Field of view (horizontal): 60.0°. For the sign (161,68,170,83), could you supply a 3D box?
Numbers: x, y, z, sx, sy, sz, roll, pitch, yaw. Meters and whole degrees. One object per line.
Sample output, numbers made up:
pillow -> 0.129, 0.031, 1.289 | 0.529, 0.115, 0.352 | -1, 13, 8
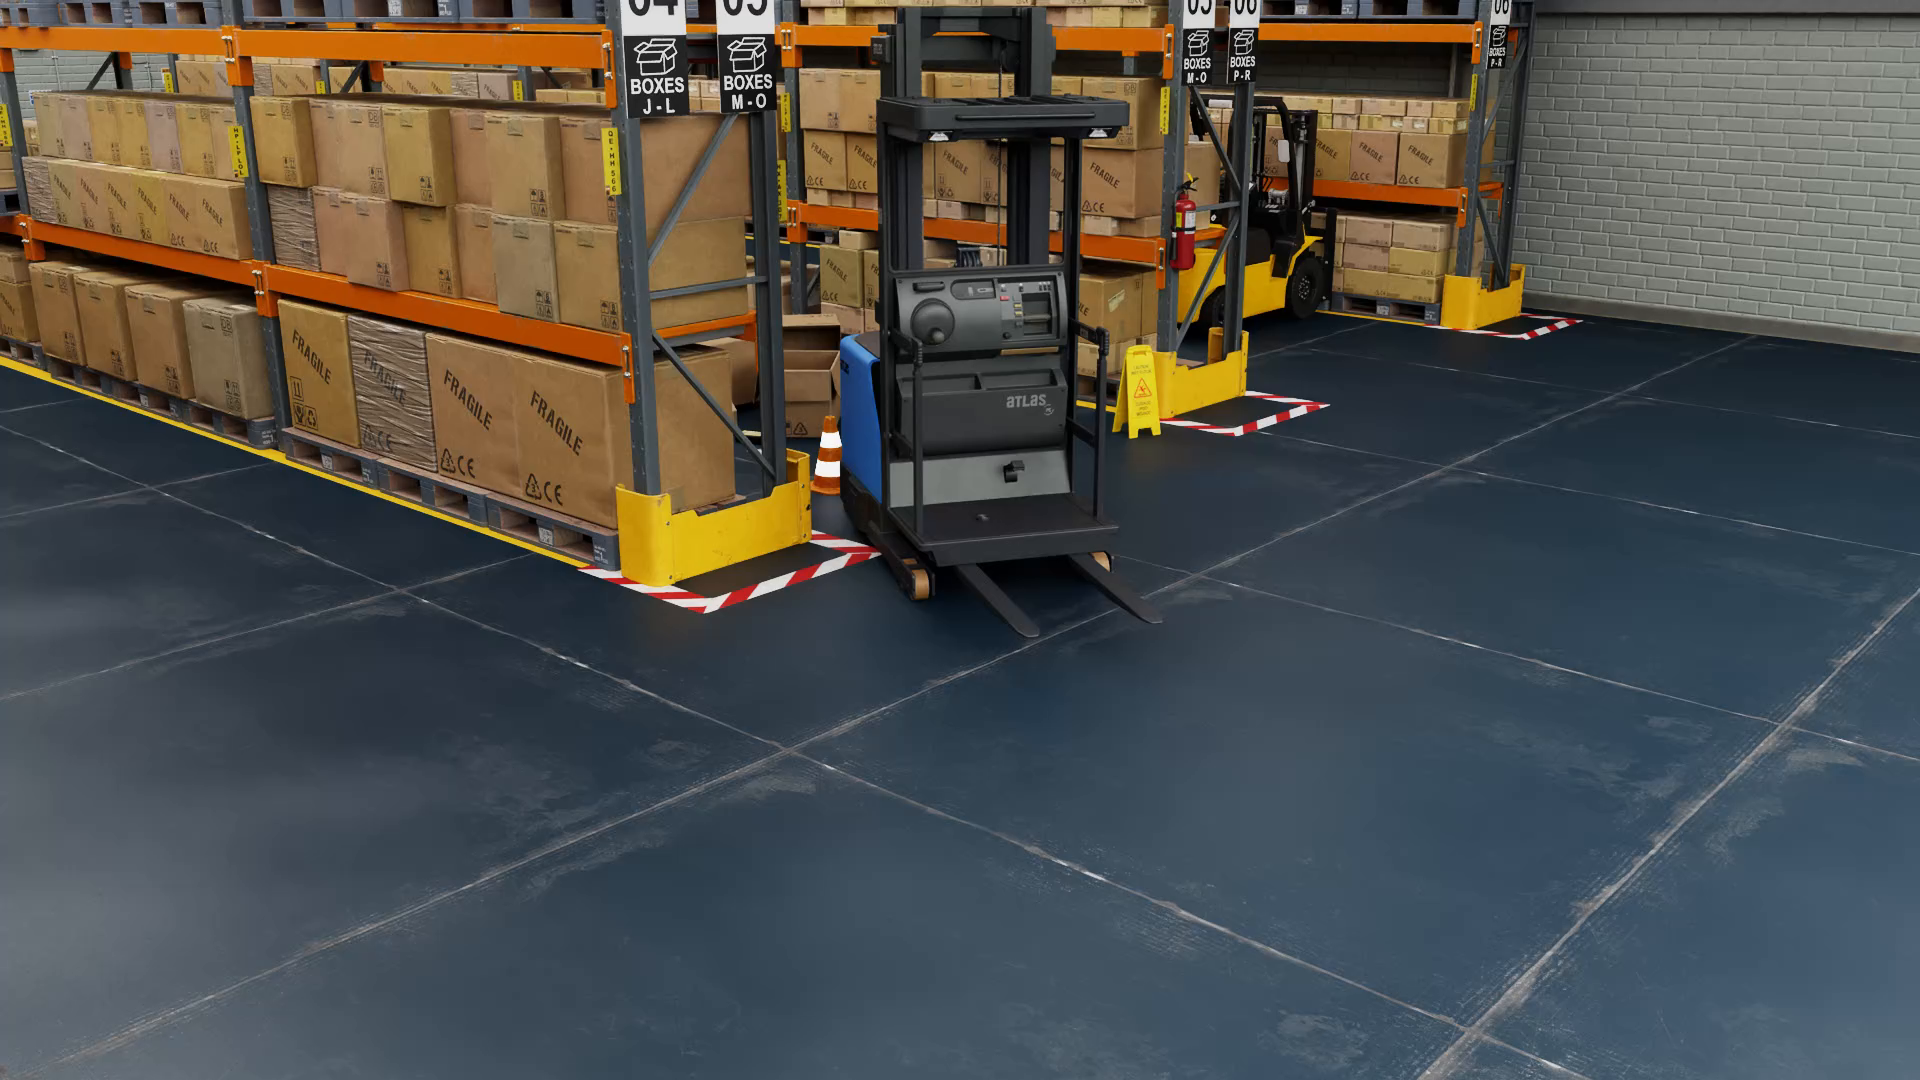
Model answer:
sign -> -13.043, -7.691, 27.522 | 0.001, 0.242, 0.339 | 15, 23, 39

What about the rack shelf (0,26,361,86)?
rack shelf -> -5.852, -3.634, 12.335 | 4.000, 0.370, 1.077 | 15, 23, 39

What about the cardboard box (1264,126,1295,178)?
cardboard box -> 3.446, -4.001, 17.096 | 0.500, 0.500, 0.500 | 15, 23, 40

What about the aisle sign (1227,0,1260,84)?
aisle sign -> 2.097, -3.780, 12.266 | 0.004, 0.787, 0.394 | 15, 23, 39

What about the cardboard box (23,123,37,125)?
cardboard box -> -8.350, -3.661, 14.925 | 0.250, 0.149, 0.380 | 16, 24, 42

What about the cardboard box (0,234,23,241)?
cardboard box -> -8.789, -2.598, 15.037 | 0.500, 0.250, 0.500 | 16, 23, 41

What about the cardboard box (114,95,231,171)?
cardboard box -> -5.872, -3.075, 12.523 | 0.500, 0.500, 0.700 | 15, 23, 39

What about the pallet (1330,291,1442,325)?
pallet -> 4.537, -2.422, 16.894 | 1.213, 0.211, 1.003 | 15, 23, 39

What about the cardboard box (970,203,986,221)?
cardboard box -> 0.293, -2.701, 13.580 | 0.250, 0.149, 0.380 | 15, 23, 39

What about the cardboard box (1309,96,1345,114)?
cardboard box -> 3.708, -4.363, 16.672 | 0.250, 0.149, 0.380 | 16, 23, 40

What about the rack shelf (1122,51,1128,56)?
rack shelf -> 0.650, -5.898, 19.469 | 4.000, 0.370, 1.077 | 15, 23, 39

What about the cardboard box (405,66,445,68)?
cardboard box -> -6.237, -5.282, 19.477 | 0.500, 0.500, 0.500 | 16, 23, 40

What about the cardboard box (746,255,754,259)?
cardboard box -> -2.602, -2.621, 16.563 | 0.625, 0.372, 0.950 | 16, 24, 41

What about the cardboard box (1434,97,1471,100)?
cardboard box -> 4.870, -4.289, 16.437 | 0.250, 0.149, 0.380 | 16, 24, 41

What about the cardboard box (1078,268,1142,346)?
cardboard box -> 1.073, -1.832, 13.037 | 0.500, 0.500, 0.500 | 15, 23, 40

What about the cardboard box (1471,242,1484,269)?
cardboard box -> 4.923, -2.876, 16.740 | 0.500, 0.250, 0.500 | 16, 23, 40

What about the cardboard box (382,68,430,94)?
cardboard box -> -6.219, -5.066, 18.798 | 0.500, 0.500, 0.500 | 14, 23, 38

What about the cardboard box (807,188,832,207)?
cardboard box -> -1.124, -3.031, 14.618 | 0.250, 0.149, 0.380 | 15, 23, 39

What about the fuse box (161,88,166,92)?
fuse box -> -12.851, -6.654, 27.751 | 0.414, 1.711, 0.539 | 15, 23, 39

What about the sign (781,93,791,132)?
sign -> -1.512, -3.712, 14.435 | 0.005, 0.325, 0.100 | 15, 23, 39

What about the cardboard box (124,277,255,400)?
cardboard box -> -5.600, -1.573, 12.633 | 0.750, 0.750, 1.050 | 15, 23, 39

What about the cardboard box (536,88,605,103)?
cardboard box -> -3.955, -4.336, 16.965 | 0.500, 0.500, 0.500 | 14, 22, 38

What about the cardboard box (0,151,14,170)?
cardboard box -> -8.020, -3.168, 13.863 | 0.250, 0.149, 0.380 | 16, 23, 40

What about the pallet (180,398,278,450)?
pallet -> -4.984, -0.955, 12.271 | 1.213, 0.211, 1.003 | 15, 23, 39

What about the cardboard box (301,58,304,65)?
cardboard box -> -7.697, -5.793, 20.017 | 0.250, 0.149, 0.380 | 16, 23, 41

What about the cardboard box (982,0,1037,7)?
cardboard box -> 0.517, -4.229, 12.777 | 0.500, 0.250, 0.500 | 16, 24, 41

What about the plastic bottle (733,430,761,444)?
plastic bottle -> -1.501, -0.732, 11.816 | 0.283, 0.061, 0.133 | 7, 19, 21

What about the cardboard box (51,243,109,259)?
cardboard box -> -7.703, -2.509, 14.756 | 0.500, 0.250, 0.500 | 14, 22, 37

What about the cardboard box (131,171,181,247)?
cardboard box -> -5.680, -2.441, 12.179 | 0.500, 0.500, 0.500 | 15, 23, 40

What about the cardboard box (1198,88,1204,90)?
cardboard box -> 2.585, -4.913, 18.404 | 0.250, 0.149, 0.380 | 15, 23, 39

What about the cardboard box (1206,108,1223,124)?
cardboard box -> 2.753, -4.479, 17.530 | 0.250, 0.149, 0.380 | 16, 23, 40

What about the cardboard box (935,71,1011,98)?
cardboard box -> 0.214, -3.516, 13.423 | 0.500, 0.500, 0.700 | 15, 23, 39

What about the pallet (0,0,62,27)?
pallet -> -6.832, -4.172, 13.151 | 1.003, 0.211, 1.213 | 16, 24, 42

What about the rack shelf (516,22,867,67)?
rack shelf -> -2.642, -4.775, 15.928 | 4.000, 0.370, 1.077 | 15, 23, 39

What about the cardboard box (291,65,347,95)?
cardboard box -> -7.666, -5.449, 20.004 | 0.500, 0.500, 0.500 | 15, 23, 39

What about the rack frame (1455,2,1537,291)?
rack frame -> 5.137, -3.607, 16.018 | 0.127, 3.000, 1.000 | 15, 23, 39

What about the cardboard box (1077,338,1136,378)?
cardboard box -> 1.044, -1.479, 13.164 | 0.500, 0.250, 0.500 | 15, 23, 39

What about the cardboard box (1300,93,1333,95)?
cardboard box -> 3.690, -4.591, 17.388 | 0.250, 0.149, 0.380 | 16, 24, 41

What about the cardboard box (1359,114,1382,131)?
cardboard box -> 4.150, -4.133, 16.438 | 0.250, 0.149, 0.380 | 15, 23, 39

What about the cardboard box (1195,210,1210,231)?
cardboard box -> 1.729, -2.478, 12.878 | 0.250, 0.149, 0.380 | 15, 23, 39

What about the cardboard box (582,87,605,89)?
cardboard box -> -3.614, -4.451, 17.325 | 0.500, 0.500, 0.500 | 14, 22, 38

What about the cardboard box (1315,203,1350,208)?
cardboard box -> 3.782, -3.419, 17.625 | 0.500, 0.250, 0.500 | 14, 23, 38

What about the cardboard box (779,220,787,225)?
cardboard box -> -2.066, -4.465, 22.162 | 0.500, 0.500, 0.500 | 16, 24, 42

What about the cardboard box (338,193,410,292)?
cardboard box -> -3.321, -1.906, 10.410 | 0.550, 0.550, 0.875 | 15, 23, 39

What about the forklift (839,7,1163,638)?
forklift -> 0.182, -1.215, 8.596 | 1.130, 2.935, 3.031 | -5, 18, -16

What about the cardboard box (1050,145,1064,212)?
cardboard box -> 0.885, -2.821, 12.884 | 0.500, 0.500, 0.500 | 15, 23, 39

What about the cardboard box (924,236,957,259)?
cardboard box -> -0.242, -2.468, 13.969 | 0.250, 0.149, 0.380 | 17, 24, 42

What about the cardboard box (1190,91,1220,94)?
cardboard box -> 2.639, -4.696, 17.721 | 0.250, 0.149, 0.380 | 14, 23, 38

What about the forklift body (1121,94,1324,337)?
forklift body -> 2.508, -3.170, 16.046 | 1.214, 2.155, 2.313 | 15, 23, 39

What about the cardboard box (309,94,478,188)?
cardboard box -> -3.615, -2.566, 10.706 | 0.550, 0.550, 0.875 | 15, 23, 39

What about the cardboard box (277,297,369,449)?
cardboard box -> -3.933, -1.191, 11.225 | 0.875, 0.875, 0.875 | 15, 23, 40

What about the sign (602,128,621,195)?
sign -> -1.735, -1.888, 8.295 | 0.005, 0.325, 0.100 | 15, 23, 39

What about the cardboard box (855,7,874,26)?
cardboard box -> -0.659, -4.388, 13.936 | 0.250, 0.149, 0.380 | 15, 23, 39

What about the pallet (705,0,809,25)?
pallet -> -1.538, -4.774, 15.049 | 1.003, 0.211, 1.213 | 15, 23, 39

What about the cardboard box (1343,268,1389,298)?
cardboard box -> 4.210, -2.621, 16.764 | 0.500, 0.250, 0.500 | 15, 23, 39

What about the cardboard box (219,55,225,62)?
cardboard box -> -9.238, -6.191, 21.270 | 0.250, 0.149, 0.380 | 15, 23, 40

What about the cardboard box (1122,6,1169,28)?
cardboard box -> 1.393, -3.801, 12.088 | 0.250, 0.149, 0.380 | 15, 23, 39

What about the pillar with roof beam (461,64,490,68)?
pillar with roof beam -> -11.106, -9.450, 24.513 | 0.400, 9.000, 9.100 | 15, 23, 39

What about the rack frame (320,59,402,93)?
rack frame -> -7.130, -4.893, 20.069 | 0.127, 3.000, 1.000 | 15, 23, 39
